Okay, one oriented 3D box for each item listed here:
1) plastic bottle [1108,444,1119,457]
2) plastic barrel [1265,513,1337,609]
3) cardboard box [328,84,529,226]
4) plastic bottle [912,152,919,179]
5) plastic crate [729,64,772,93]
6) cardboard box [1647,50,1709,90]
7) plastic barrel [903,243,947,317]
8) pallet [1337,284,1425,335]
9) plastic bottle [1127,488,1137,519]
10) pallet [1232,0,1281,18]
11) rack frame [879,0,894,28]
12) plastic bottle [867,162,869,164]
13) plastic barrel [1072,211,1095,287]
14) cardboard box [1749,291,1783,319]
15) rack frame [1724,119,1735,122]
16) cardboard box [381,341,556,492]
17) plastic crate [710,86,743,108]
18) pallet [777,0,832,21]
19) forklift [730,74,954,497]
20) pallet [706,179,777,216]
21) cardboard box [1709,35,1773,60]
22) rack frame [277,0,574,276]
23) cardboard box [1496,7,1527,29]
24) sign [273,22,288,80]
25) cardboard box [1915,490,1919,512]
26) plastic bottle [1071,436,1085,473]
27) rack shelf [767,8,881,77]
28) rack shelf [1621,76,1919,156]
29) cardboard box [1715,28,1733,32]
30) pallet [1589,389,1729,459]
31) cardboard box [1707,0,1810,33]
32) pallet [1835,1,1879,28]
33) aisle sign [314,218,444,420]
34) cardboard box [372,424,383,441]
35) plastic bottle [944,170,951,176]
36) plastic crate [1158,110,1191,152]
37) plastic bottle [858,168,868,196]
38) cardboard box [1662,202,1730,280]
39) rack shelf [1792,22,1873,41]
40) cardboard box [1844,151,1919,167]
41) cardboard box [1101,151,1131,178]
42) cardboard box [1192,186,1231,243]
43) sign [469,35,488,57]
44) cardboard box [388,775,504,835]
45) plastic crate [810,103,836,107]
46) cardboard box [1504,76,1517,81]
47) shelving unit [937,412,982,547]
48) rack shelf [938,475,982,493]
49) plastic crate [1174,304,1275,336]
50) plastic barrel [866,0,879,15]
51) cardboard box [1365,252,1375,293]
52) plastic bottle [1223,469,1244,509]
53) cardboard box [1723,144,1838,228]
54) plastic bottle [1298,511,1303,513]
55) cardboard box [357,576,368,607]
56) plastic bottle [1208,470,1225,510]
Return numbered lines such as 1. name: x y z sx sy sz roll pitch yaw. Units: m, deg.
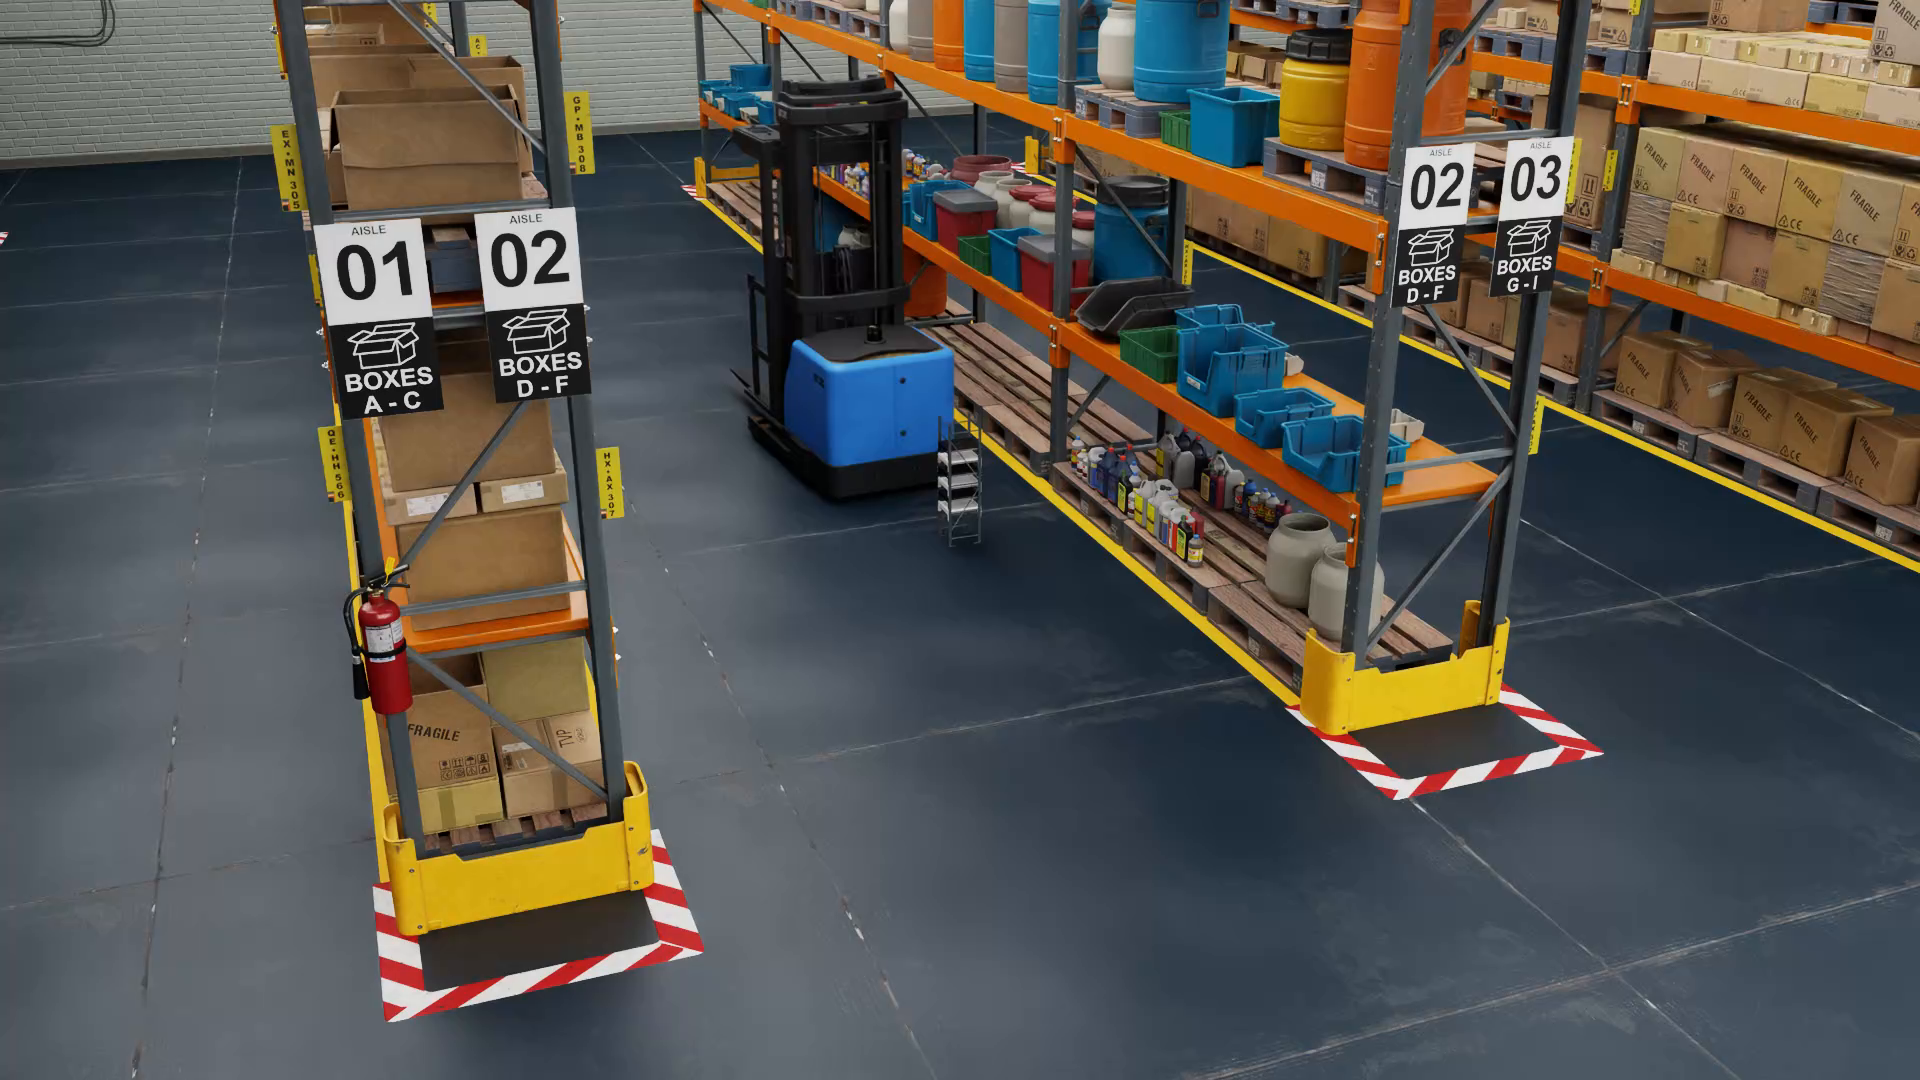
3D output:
1. plastic bottle: 1.114 -0.546 12.114 0.061 0.283 0.133 -8 24 -19
2. plastic barrel: 2.105 0.126 10.252 0.421 0.512 0.421 0 23 0
3. cardboard box: -2.249 -1.635 7.051 0.797 0.503 0.637 -7 24 -15
4. plastic bottle: -0.456 -3.897 17.284 0.061 0.283 0.133 -8 24 -19
5. plastic crate: -2.774 -6.178 22.422 0.616 0.435 0.499 -8 24 -19
6. cardboard box: 5.726 -3.664 12.911 0.500 0.250 0.500 -9 25 -21
7. plastic barrel: -0.429 -2.692 16.528 0.600 0.830 0.708 -8 24 -19
8. pallet: 4.668 -2.433 17.252 1.003 0.211 1.213 -8 24 -19
9. plastic bottle: 1.214 -0.258 11.536 0.097 0.201 0.097 0 23 0
10. pallet: 3.718 -5.930 18.339 1.003 0.211 1.213 -7 24 -17
11. rack frame: -0.240 -6.087 14.607 1.000 3.000 0.127 -8 24 -19
12. plastic bottle: -0.967 -4.229 18.088 0.097 0.271 0.097 0 23 0
13. plastic barrel: 1.040 -2.310 13.193 0.433 0.535 0.433 0 23 0
14. cardboard box: 6.143 -1.771 12.413 0.380 0.149 0.250 -8 24 -19
15. rack frame: 9.069 -4.646 18.912 1.000 3.000 0.127 -8 24 -19
16. cardboard box: -2.221 -0.572 7.447 0.700 0.500 0.500 -8 24 -19
17. plastic crate: -3.055 -5.806 21.802 0.416 0.233 0.300 -8 24 -19
18. pallet: -1.285 -5.800 18.030 1.213 0.211 1.003 -8 24 -19
19. forklift: -1.107 -2.206 13.211 1.130 2.935 3.031 -10 25 -23
20. pallet: -2.812 -4.640 22.487 1.003 0.211 1.213 -8 24 -19
21. cardboard box: 5.867 -3.696 12.476 0.380 0.149 0.250 -8 24 -19
22. rack frame: -2.050 -2.502 6.101 1.000 3.000 0.127 -8 24 -19
23. cardboard box: 5.050 -4.685 14.901 0.380 0.166 0.250 -9 24 -20
24. sign: -3.967 -2.879 9.785 0.100 0.325 0.005 -8 24 -19
25. cardboard box: 7.014 -0.367 11.435 0.500 0.500 0.500 -4 23 -9
26. plastic bottle: 0.875 -0.639 12.351 0.097 0.271 0.097 0 23 0
27. rack shelf: -0.947 -5.100 17.053 1.077 0.370 4.000 -8 24 -19
28. rack shelf: 6.513 -2.873 11.769 1.077 0.370 4.000 -8 24 -19
29. cardboard box: 6.191 -3.968 13.119 0.380 0.149 0.250 -8 24 -17
30. pallet: 6.077 -1.025 13.910 1.003 0.211 1.213 -8 24 -19
31. cardboard box: 6.204 -4.216 12.874 0.500 0.500 0.500 -9 25 -21
32. pallet: 9.744 -5.309 16.865 1.003 0.211 1.213 -7 24 -17
33. aisle sign: -2.301 -0.872 6.609 0.394 0.787 0.004 -8 24 -19
34. cardboard box: -2.634 -0.475 8.051 0.380 0.149 0.250 -8 24 -18
35. plastic bottle: -0.106 -3.511 16.384 0.097 0.271 0.097 0 23 0
36. plastic crate: 1.475 -2.543 10.333 0.336 0.188 0.450 -8 24 -19
37. plastic bottle: -0.956 -3.551 16.479 0.097 0.271 0.097 0 23 0
38. cardboard box: 6.051 -2.374 13.008 0.875 0.500 0.500 -8 24 -19
39. rack shelf: 9.776 -4.970 16.745 1.077 0.370 4.000 -8 24 -19
40. cardboard box: 6.750 -2.522 12.072 0.500 0.500 0.500 -8 24 -19
41. cardboard box: 2.504 -5.248 22.535 0.875 0.875 0.875 -8 24 -19
42. cardboard box: 3.541 -4.116 19.848 1.225 0.875 0.875 -9 25 -21
43. sign: -2.944 -2.925 10.198 0.100 0.325 0.005 -8 24 -19
44. cardboard box: -2.515 1.181 8.085 0.500 0.250 0.500 -8 24 -19
45. plastic crate: -1.734 -5.192 20.048 0.402 0.464 0.583 -8 24 -19
46. cardboard box: 7.365 -6.108 21.780 0.380 0.149 0.250 -8 24 -18
47. shelving unit: -0.003 -0.418 11.582 0.258 0.900 0.210 -8 24 -19
48. rack shelf: -0.003 -0.387 11.595 0.258 0.077 0.200 -8 24 -19
49. plastic crate: 1.818 -1.436 11.487 0.499 0.251 0.616 -8 24 -19
50. plastic barrel: -0.756 -5.204 16.011 0.301 0.262 0.301 0 23 0
51. cardboard box: 4.649 -2.813 17.213 0.700 0.500 0.500 -10 25 -22
52. plastic bottle: 1.905 -0.376 11.721 0.152 0.276 0.135 -8 24 -18
53. cardboard box: 6.082 -2.631 12.332 0.500 0.500 0.500 -8 24 -19
54. plastic bottle: 2.237 -0.063 10.984 0.097 0.271 0.097 0 23 0
55. cardboard box: -2.884 0.475 8.796 0.500 0.500 0.500 -8 24 -19
56. plastic bottle: 1.806 -0.365 11.684 0.061 0.283 0.133 -8 24 -19
